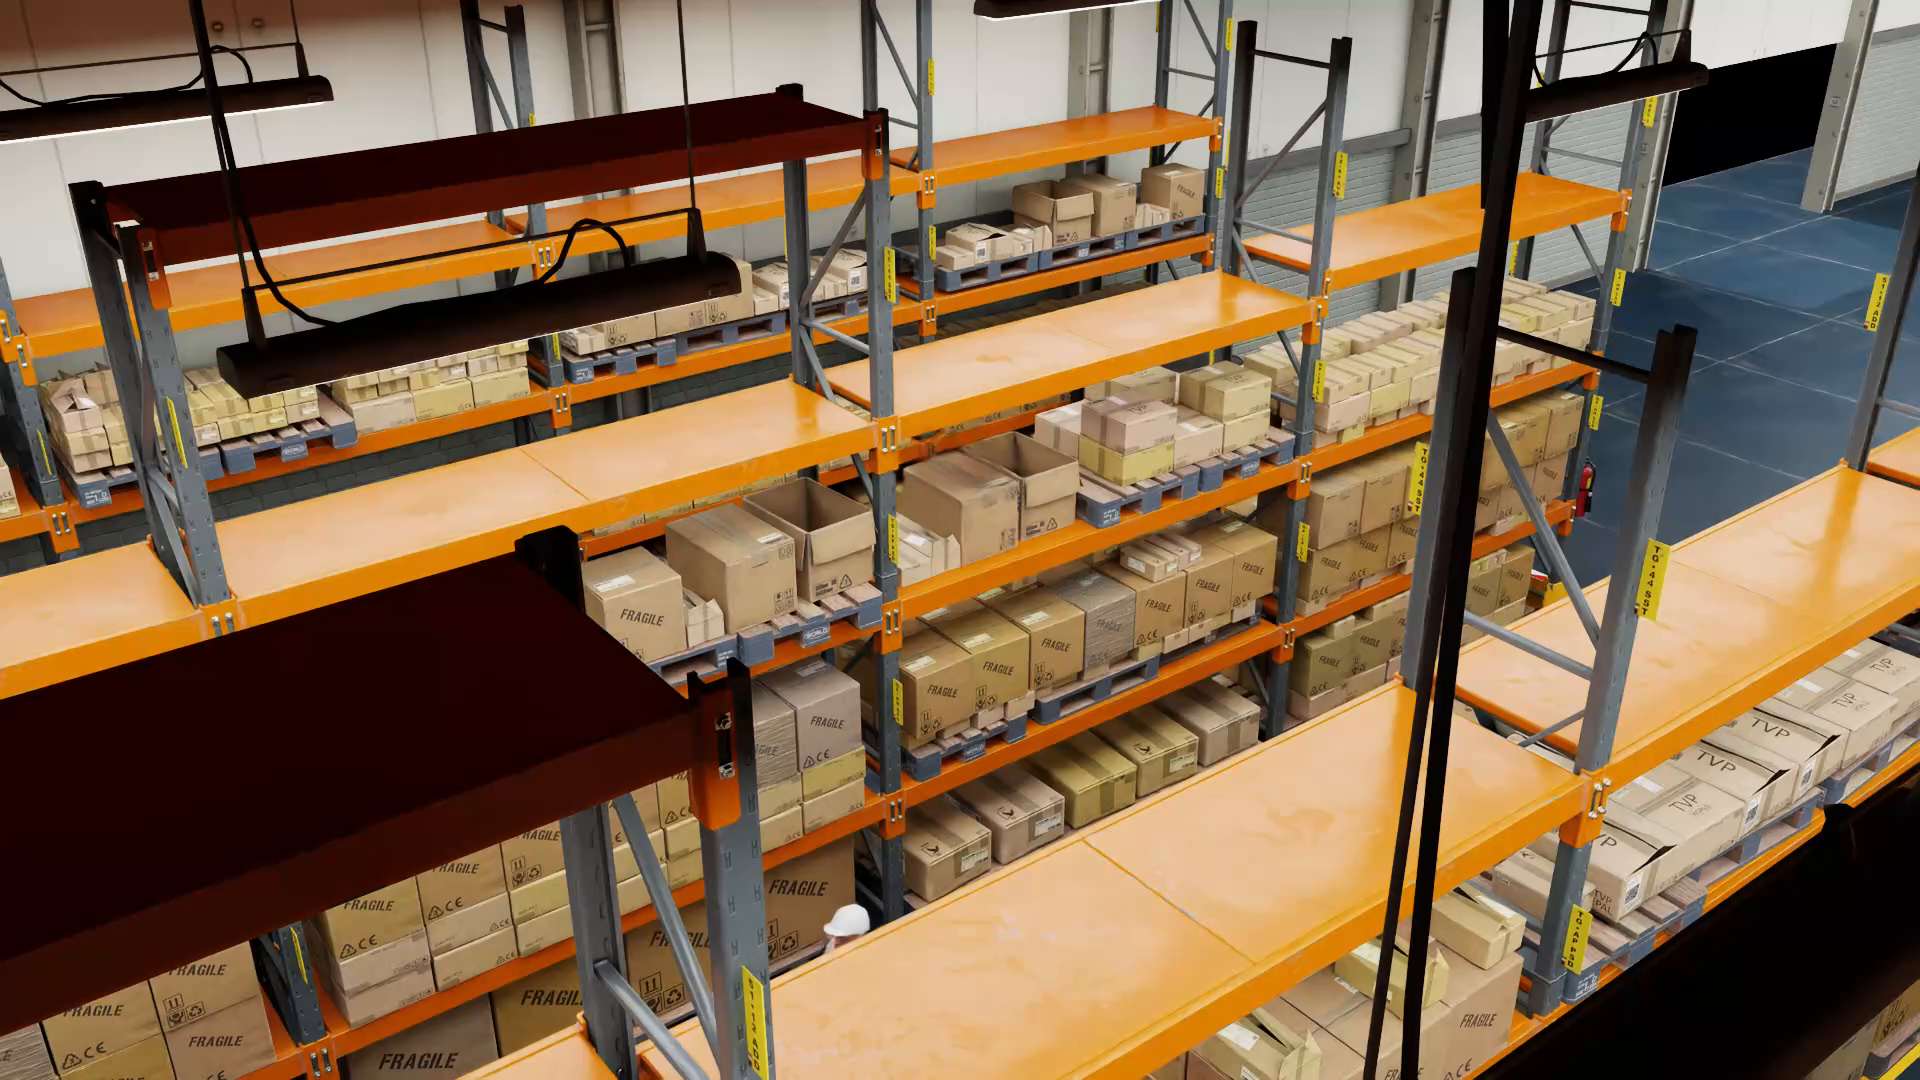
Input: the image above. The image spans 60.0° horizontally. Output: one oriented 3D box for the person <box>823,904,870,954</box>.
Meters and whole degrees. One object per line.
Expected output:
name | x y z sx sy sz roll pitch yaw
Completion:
person | -0.647 2.895 9.789 0.461 1.737 0.562 -22 34 -38
